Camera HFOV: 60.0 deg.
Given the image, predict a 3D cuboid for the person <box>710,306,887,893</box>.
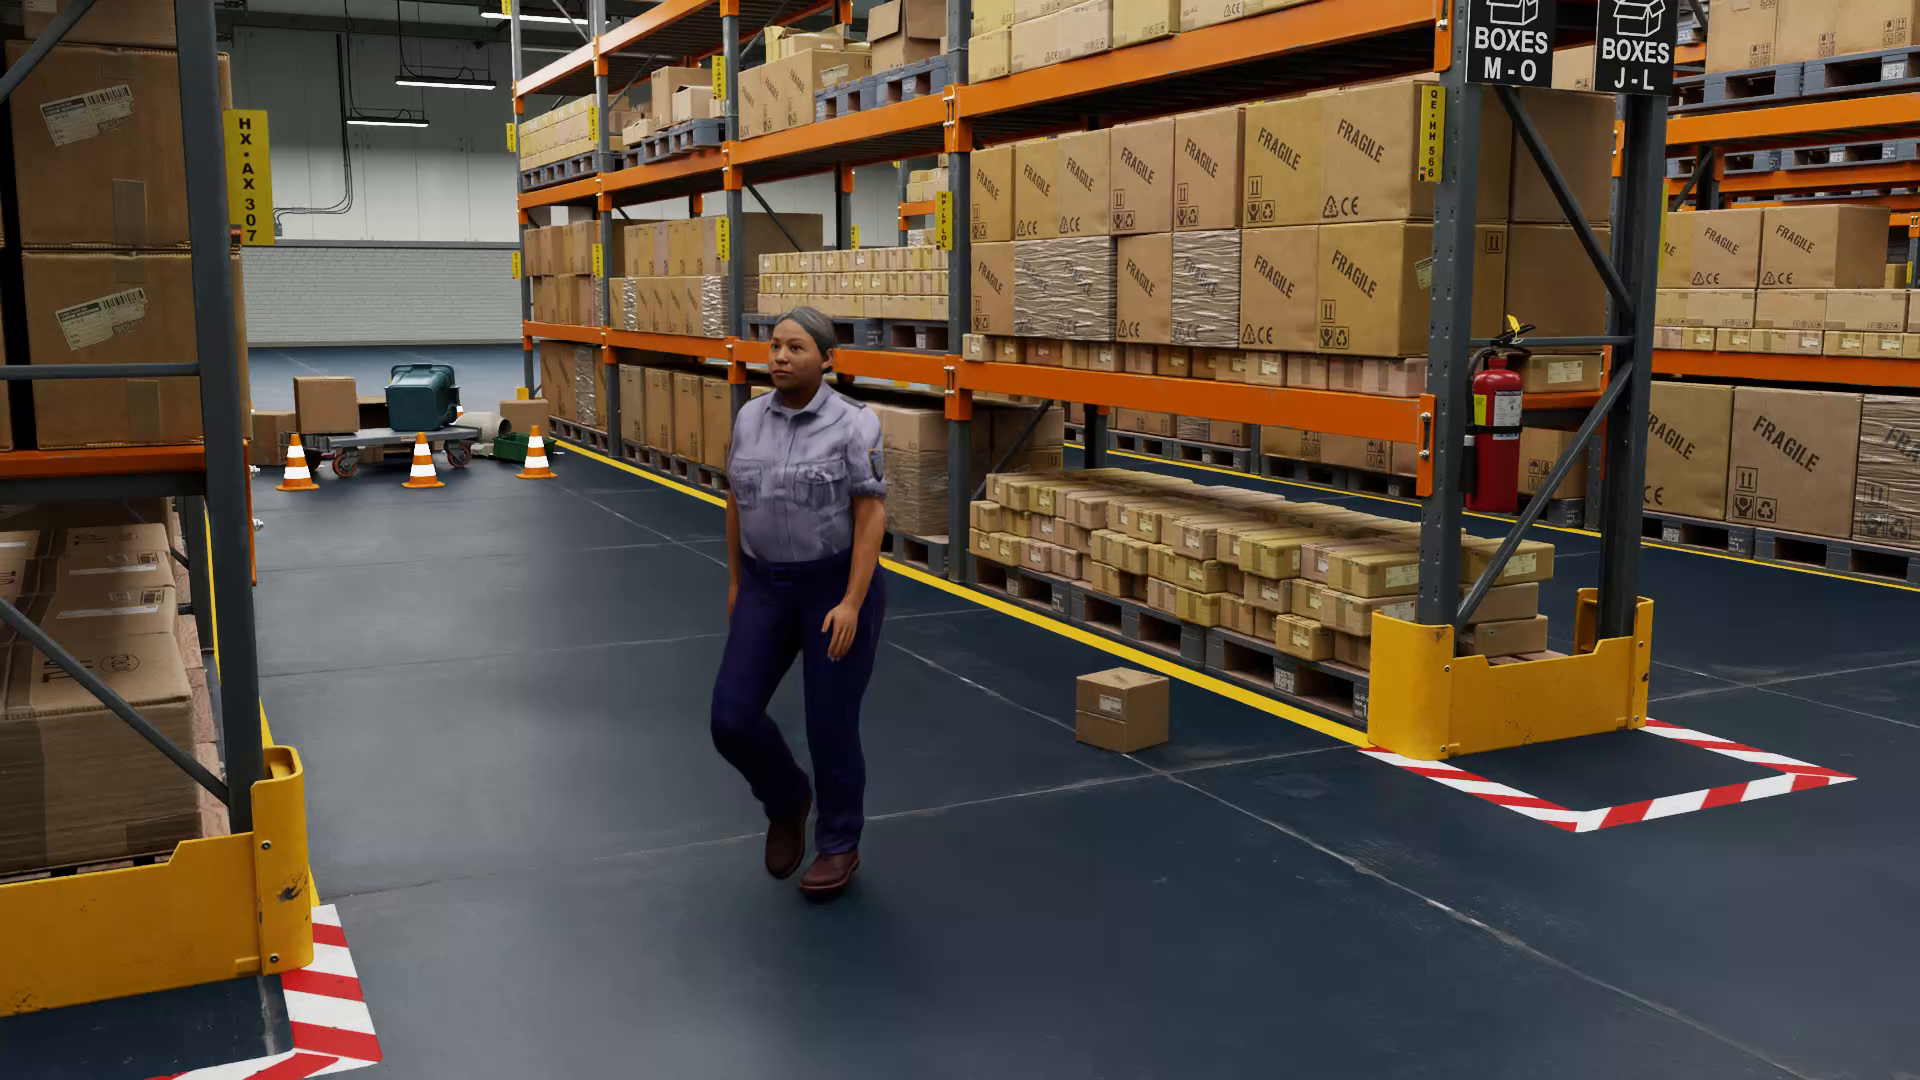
[{"bbox_3d":[-0.452,0.189,4.641,0.540,1.628,0.446,3,9,17],"label":"person"}]
